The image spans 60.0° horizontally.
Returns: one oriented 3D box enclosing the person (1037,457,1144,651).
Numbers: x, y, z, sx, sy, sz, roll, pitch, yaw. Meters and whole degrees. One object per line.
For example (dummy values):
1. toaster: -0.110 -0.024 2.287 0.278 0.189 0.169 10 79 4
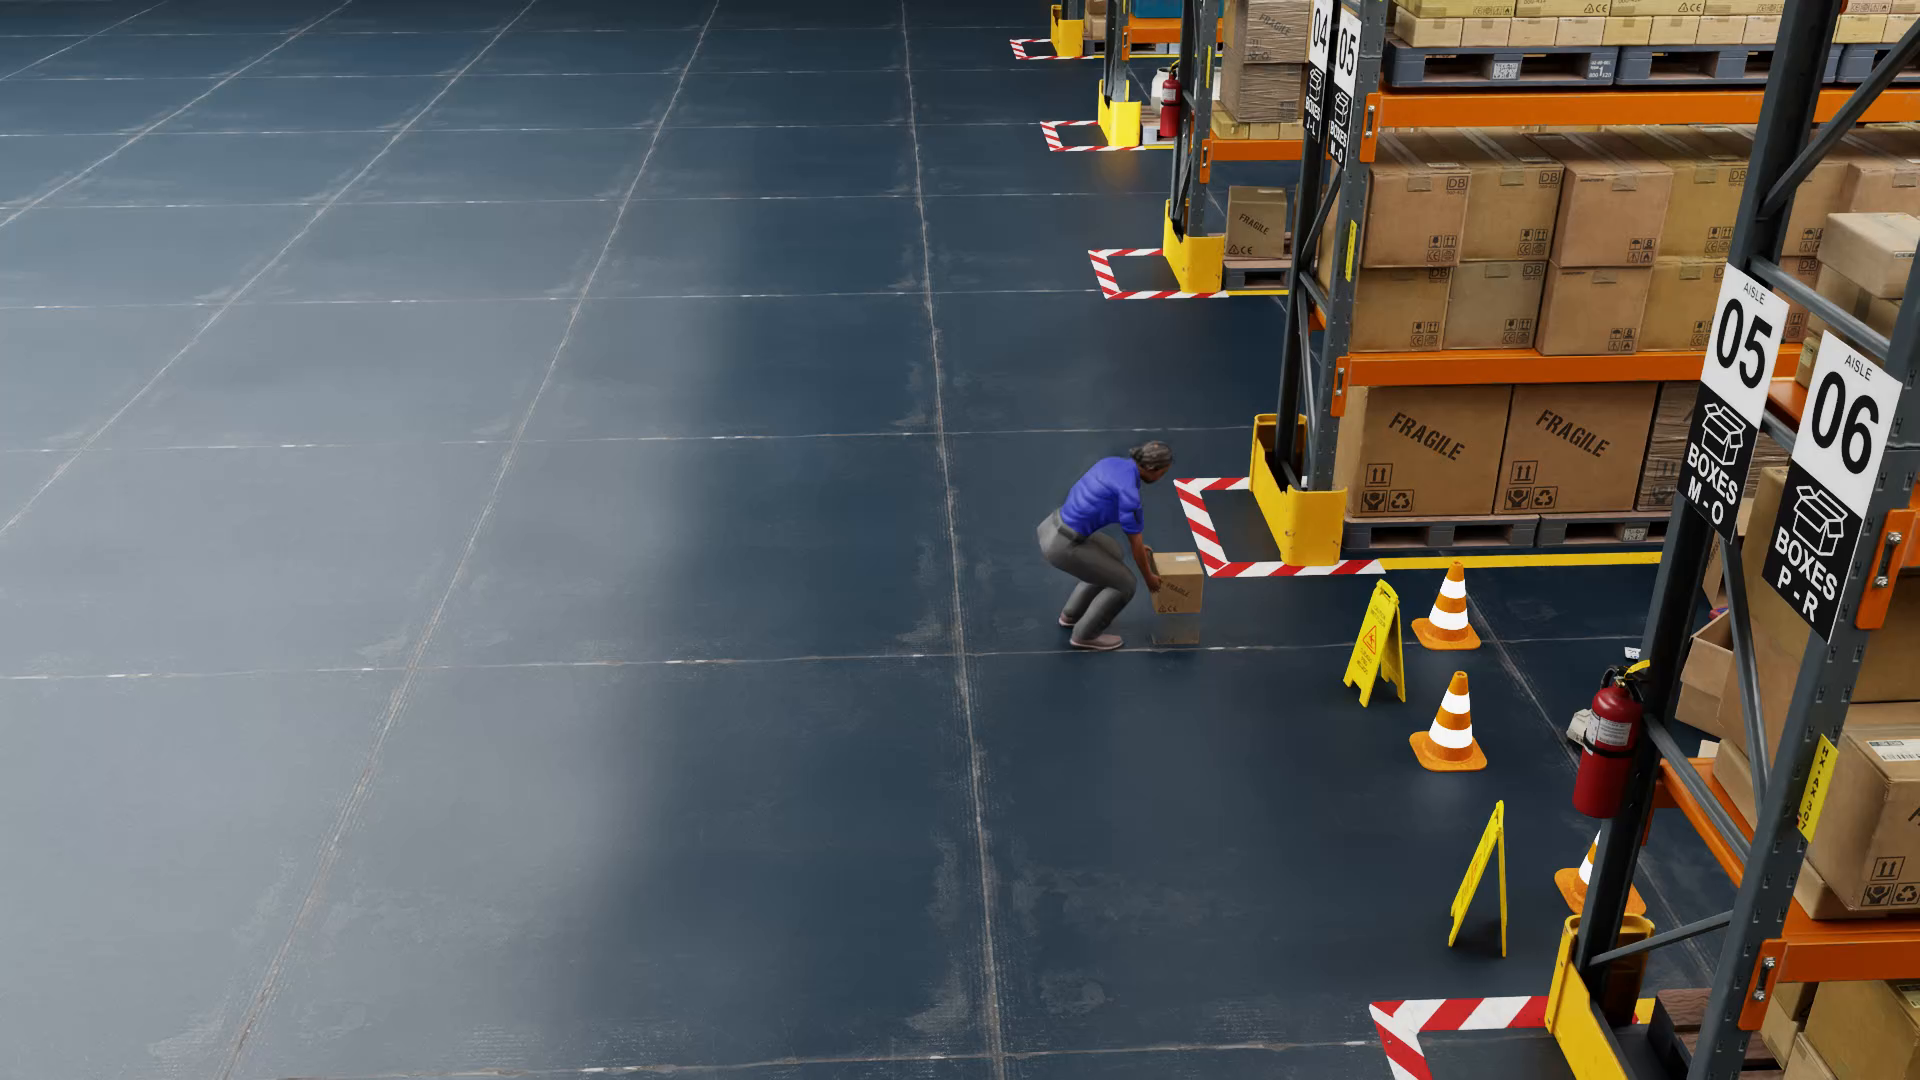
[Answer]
1. person: 0.701 0.053 9.167 0.556 1.068 0.486 -1 28 -3
